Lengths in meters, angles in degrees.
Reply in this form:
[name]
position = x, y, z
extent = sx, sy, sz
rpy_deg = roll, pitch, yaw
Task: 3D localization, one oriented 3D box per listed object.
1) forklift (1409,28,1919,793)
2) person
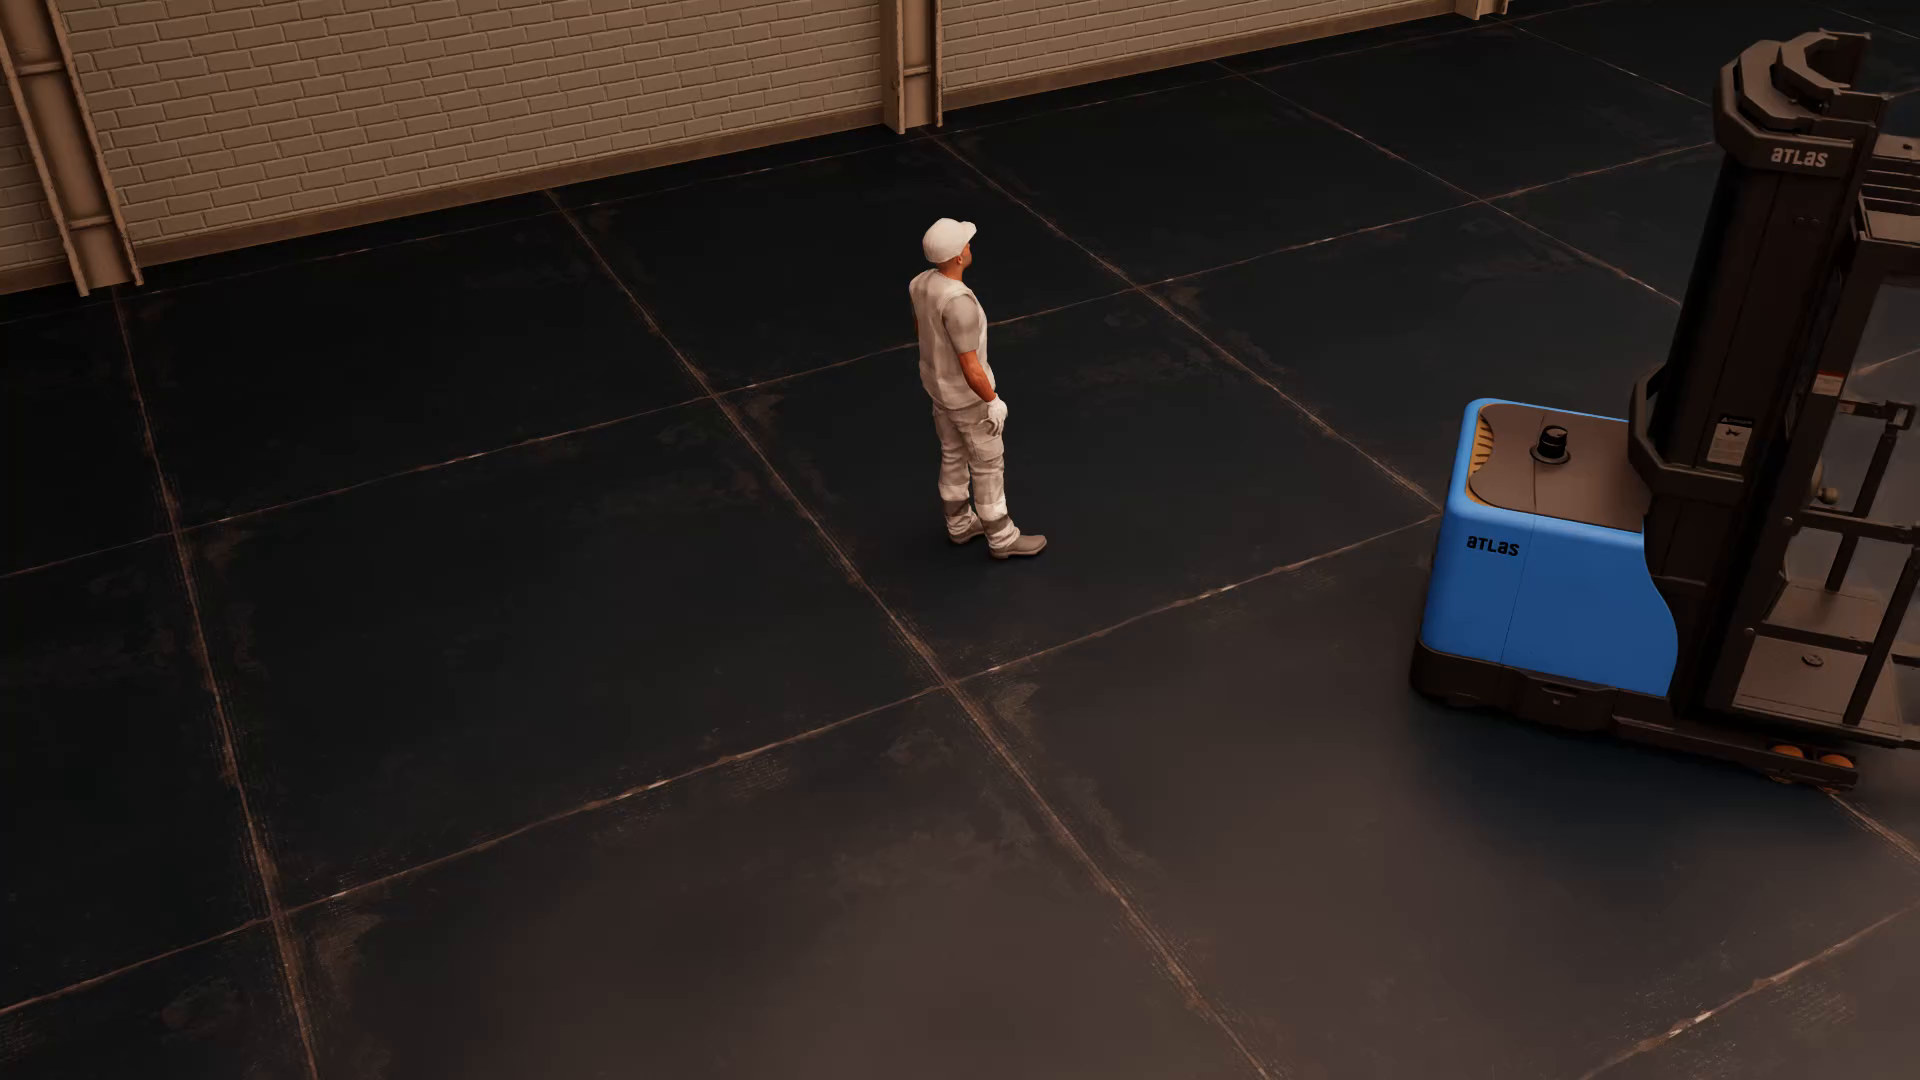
[forklift]
position = 3.636, -0.458, 6.771
extent = 3.031, 2.935, 1.130
rpy_deg = 11, 37, 15
[person]
position = 0.076, -0.753, 8.165
extent = 0.562, 1.789, 0.638
rpy_deg = -17, 39, -23
